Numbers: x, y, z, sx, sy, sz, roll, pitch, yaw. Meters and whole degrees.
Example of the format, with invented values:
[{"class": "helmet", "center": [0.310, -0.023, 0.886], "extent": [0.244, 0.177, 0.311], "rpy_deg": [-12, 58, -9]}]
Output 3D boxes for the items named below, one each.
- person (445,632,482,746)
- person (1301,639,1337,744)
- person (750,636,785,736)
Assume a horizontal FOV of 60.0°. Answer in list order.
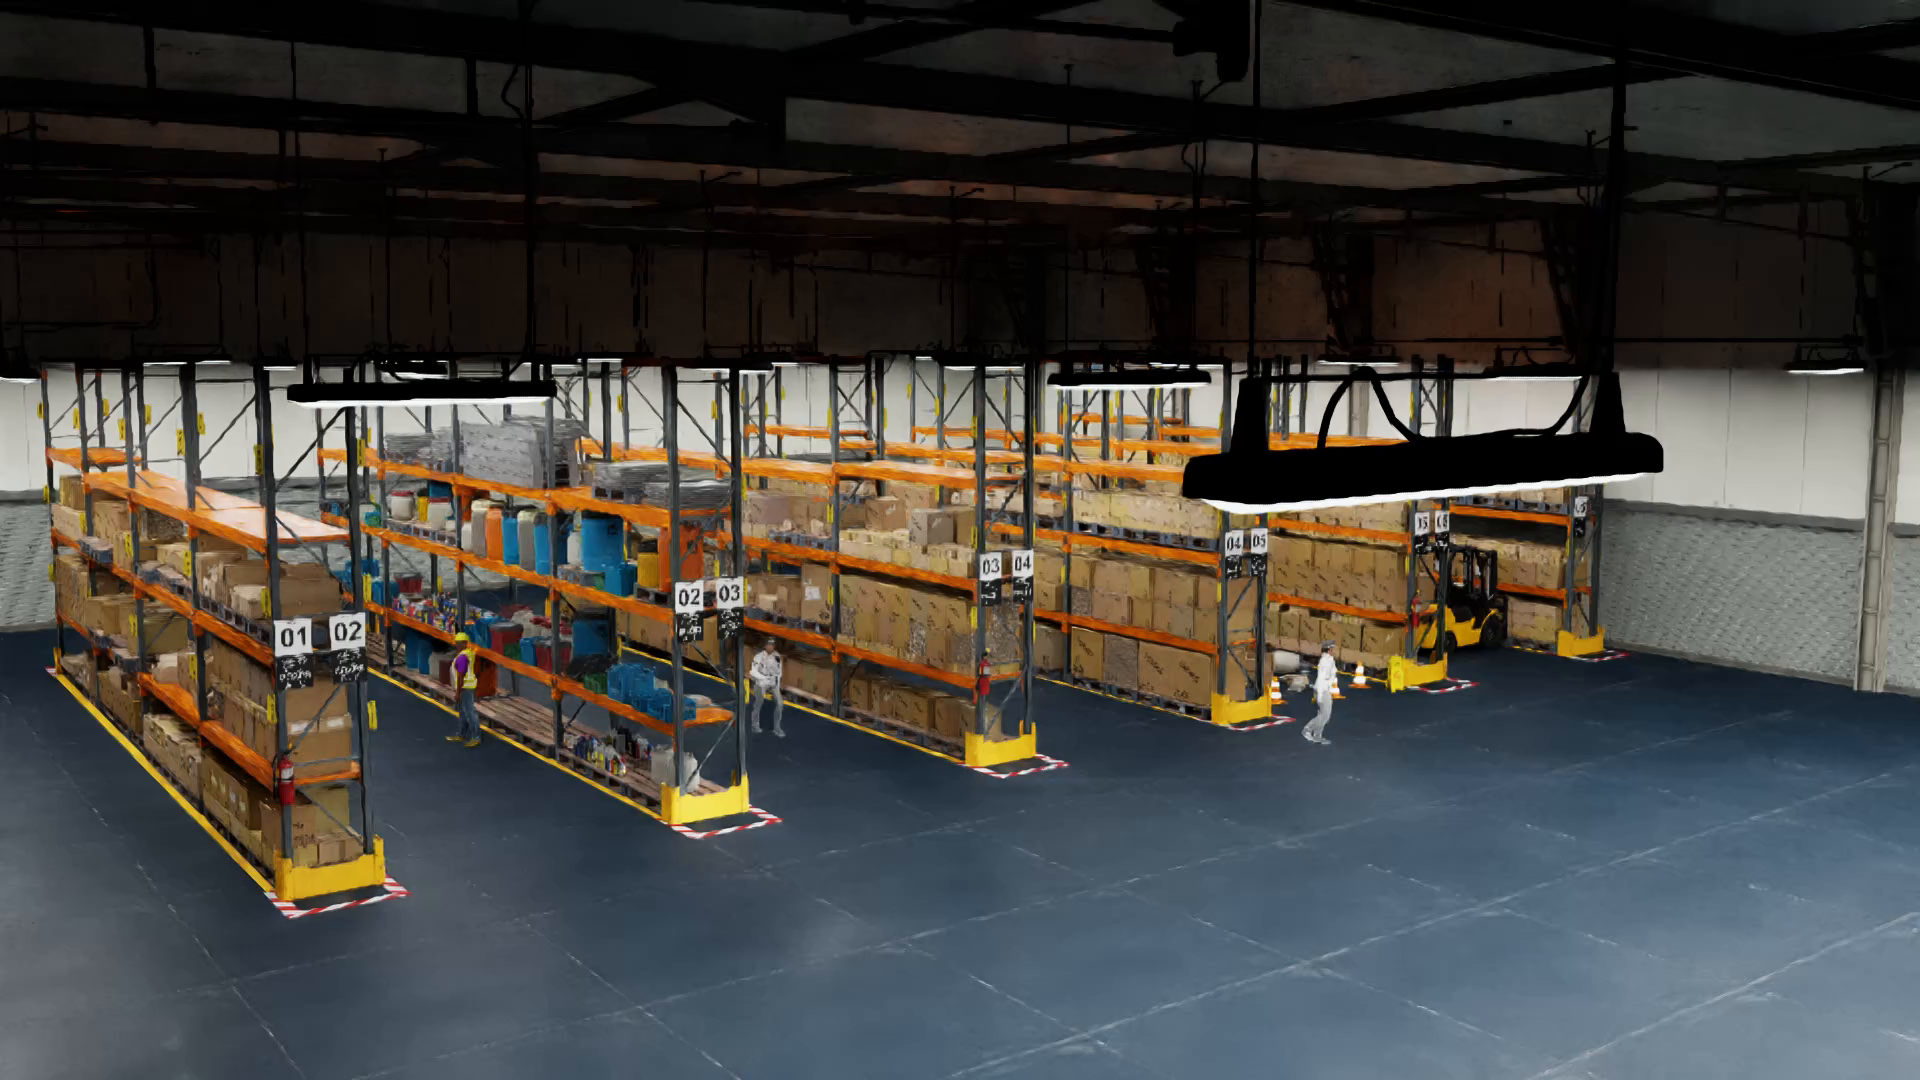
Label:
[{"class": "person", "center": [-7.810, 2.317, 26.077], "extent": [0.579, 1.763, 0.676], "rpy_deg": [-1, 7, -10]}, {"class": "person", "center": [5.647, 2.376, 26.128], "extent": [0.517, 1.671, 0.538], "rpy_deg": [2, 7, 17]}, {"class": "person", "center": [-3.100, 2.318, 26.771], "extent": [0.637, 1.627, 0.790], "rpy_deg": [-4, 8, -31]}]
